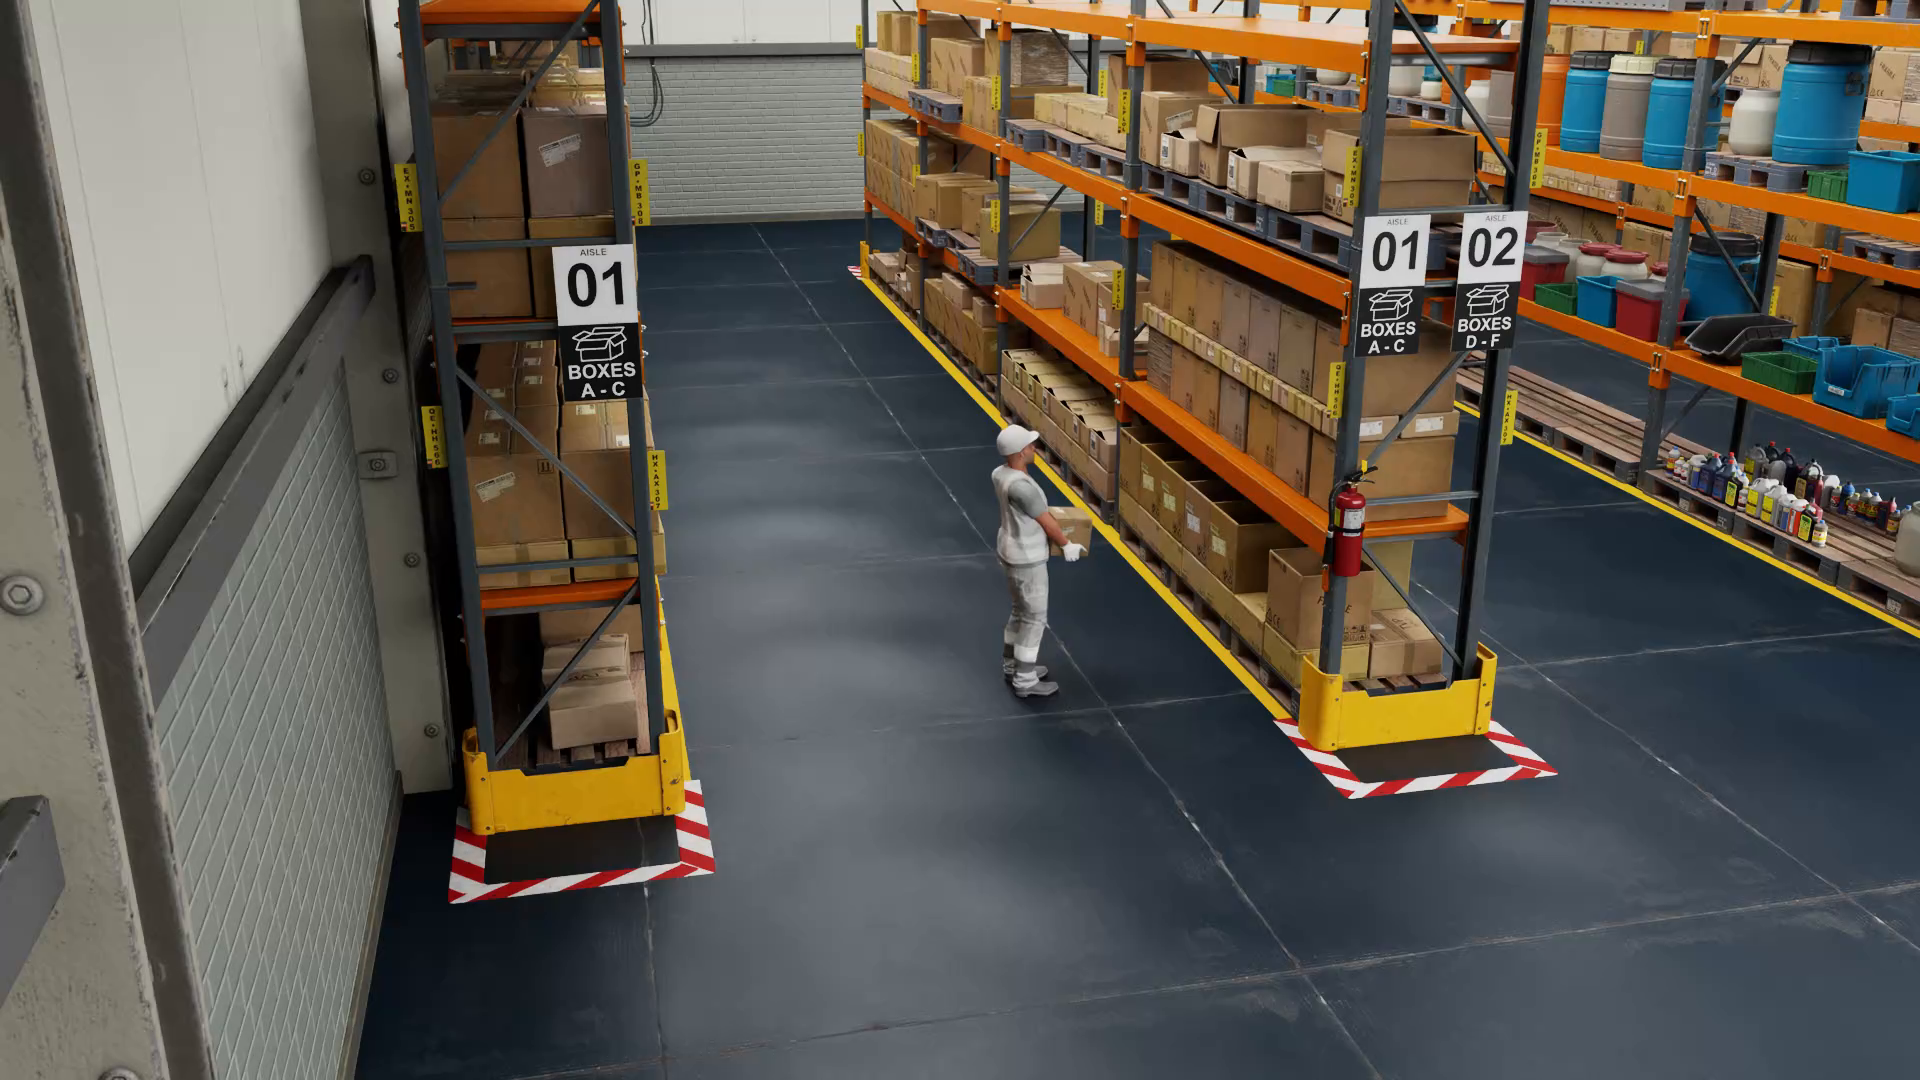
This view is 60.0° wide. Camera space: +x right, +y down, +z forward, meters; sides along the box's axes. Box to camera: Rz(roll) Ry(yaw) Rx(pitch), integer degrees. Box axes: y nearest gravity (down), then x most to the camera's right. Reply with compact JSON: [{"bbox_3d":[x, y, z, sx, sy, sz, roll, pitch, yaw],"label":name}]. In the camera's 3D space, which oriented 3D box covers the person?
[{"bbox_3d":[0.505,0.113,10.722,0.563,1.783,0.494,-4,20,-12],"label":"person"}]
